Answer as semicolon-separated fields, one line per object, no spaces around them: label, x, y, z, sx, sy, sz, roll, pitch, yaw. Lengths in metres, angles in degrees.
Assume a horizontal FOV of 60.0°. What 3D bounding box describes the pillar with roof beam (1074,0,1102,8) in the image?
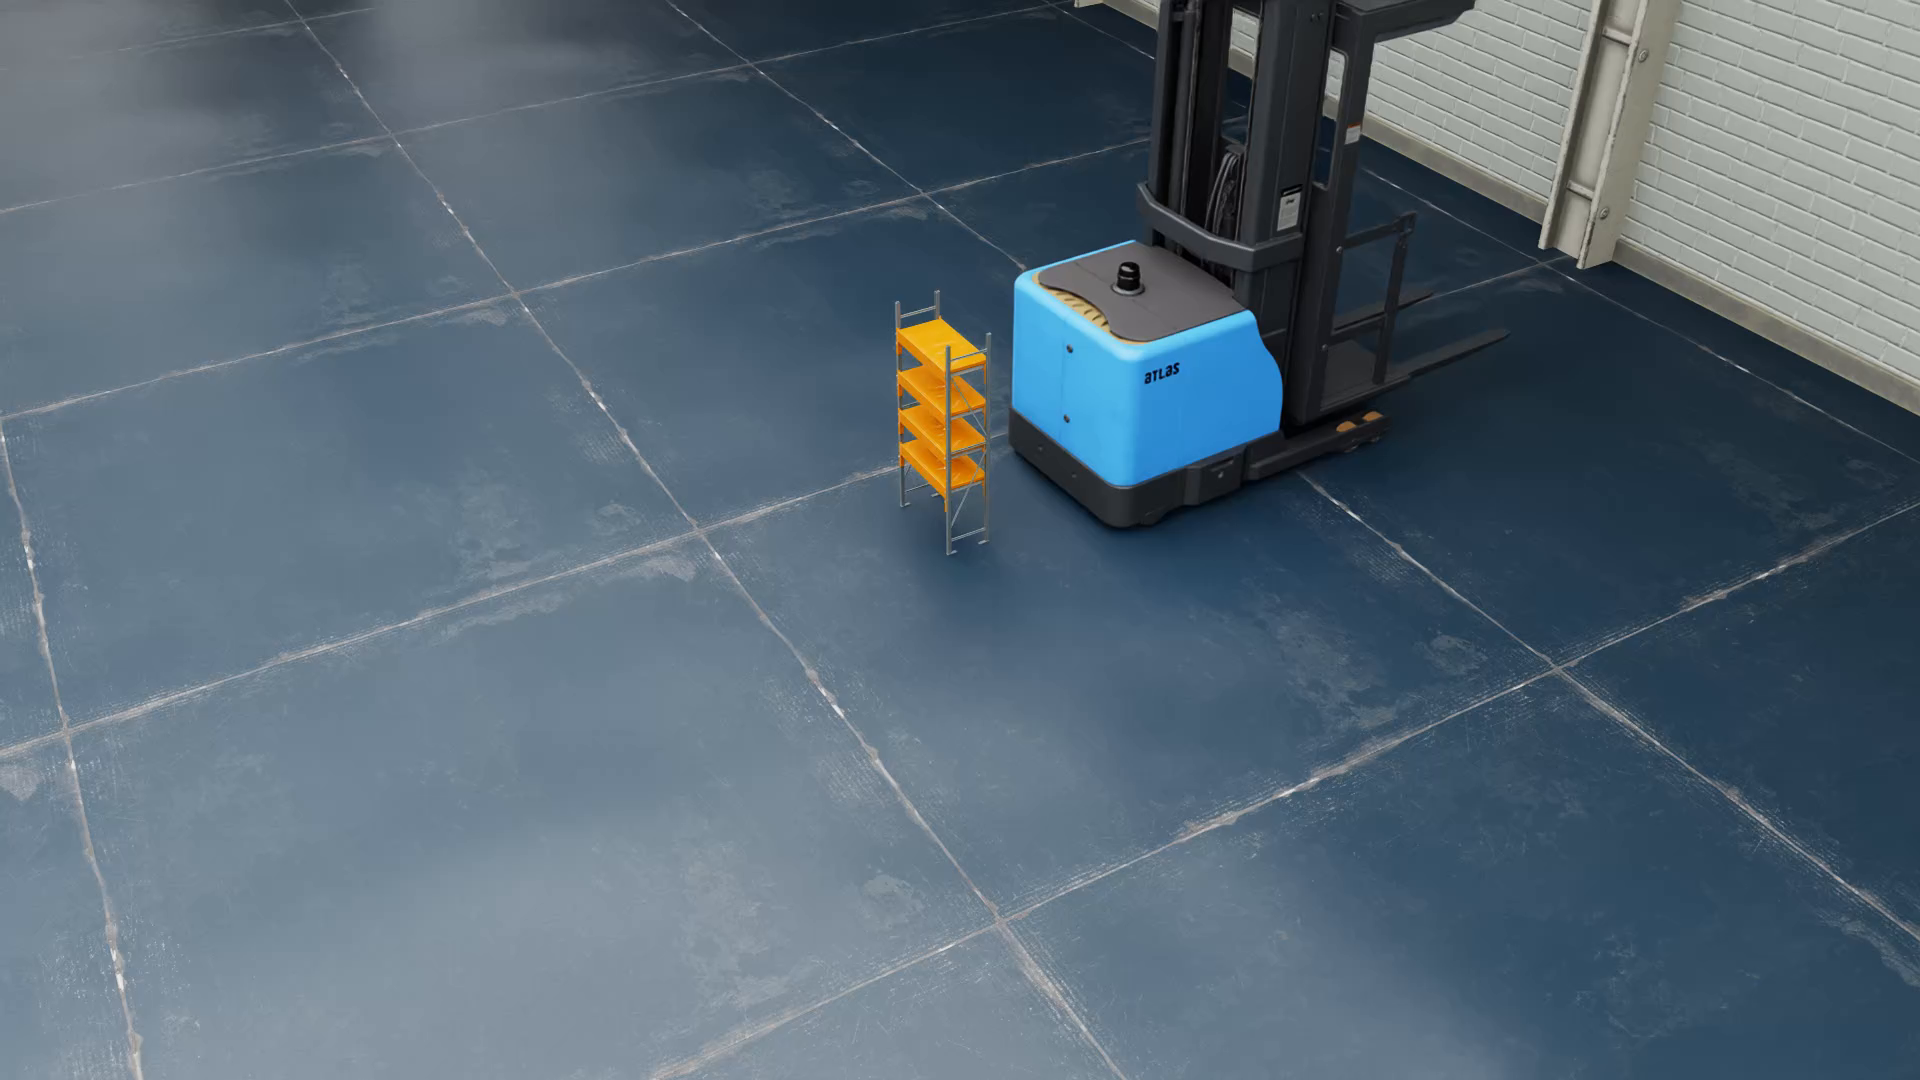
pillar with roof beam;-2.623;-7.337;10.894;9.100;9.000;0.400;-19;40;-24

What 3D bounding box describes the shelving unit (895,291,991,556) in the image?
shelving unit;-0.083;-0.569;8.239;0.258;1.200;0.503;-19;40;-24

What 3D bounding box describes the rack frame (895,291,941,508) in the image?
rack frame;-0.206;-0.693;8.409;0.240;1.200;0.015;-19;40;-24

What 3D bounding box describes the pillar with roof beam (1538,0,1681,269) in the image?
pillar with roof beam;0.392;-4.278;6.705;9.100;9.000;0.400;-19;40;-24

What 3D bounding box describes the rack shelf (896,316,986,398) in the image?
rack shelf;-0.083;-0.886;8.007;0.258;0.148;0.480;-19;40;-24

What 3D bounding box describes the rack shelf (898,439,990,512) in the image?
rack shelf;-0.083;-0.354;8.396;0.258;0.148;0.480;-19;40;-24

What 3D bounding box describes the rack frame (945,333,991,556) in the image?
rack frame;0.039;-0.445;8.069;0.240;1.200;0.015;-19;40;-24

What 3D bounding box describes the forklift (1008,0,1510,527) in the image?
forklift;1.782;-1.908;8.604;3.031;2.935;1.130;-21;41;-26

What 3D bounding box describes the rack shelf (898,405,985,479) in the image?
rack shelf;-0.083;-0.515;8.279;0.258;0.148;0.480;-19;40;-24

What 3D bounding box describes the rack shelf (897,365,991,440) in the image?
rack shelf;-0.083;-0.695;8.147;0.258;0.148;0.480;-19;40;-24
